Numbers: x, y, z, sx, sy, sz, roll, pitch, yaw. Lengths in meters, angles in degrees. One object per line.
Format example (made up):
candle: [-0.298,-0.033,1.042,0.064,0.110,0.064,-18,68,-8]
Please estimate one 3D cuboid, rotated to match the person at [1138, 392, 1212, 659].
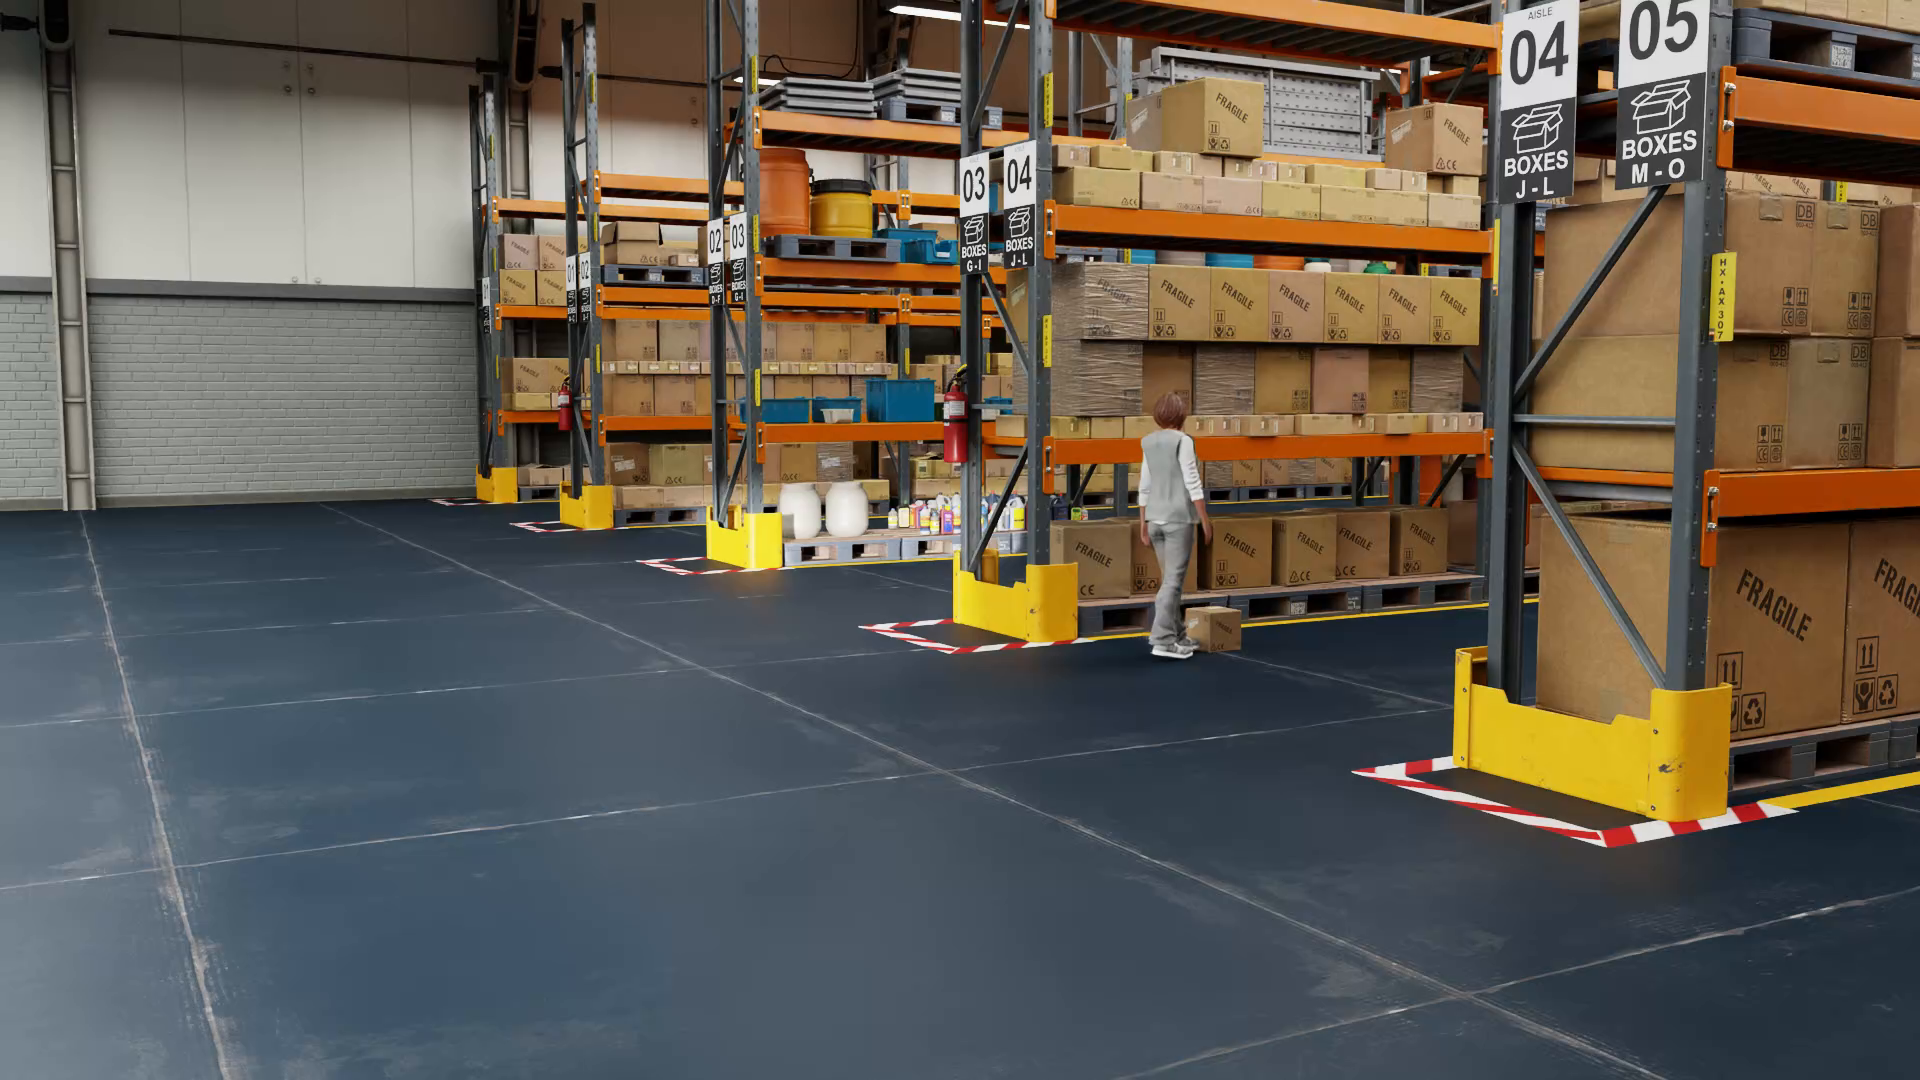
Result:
person: [1.336,-0.070,10.078,0.529,1.558,0.459,-4,7,-37]
